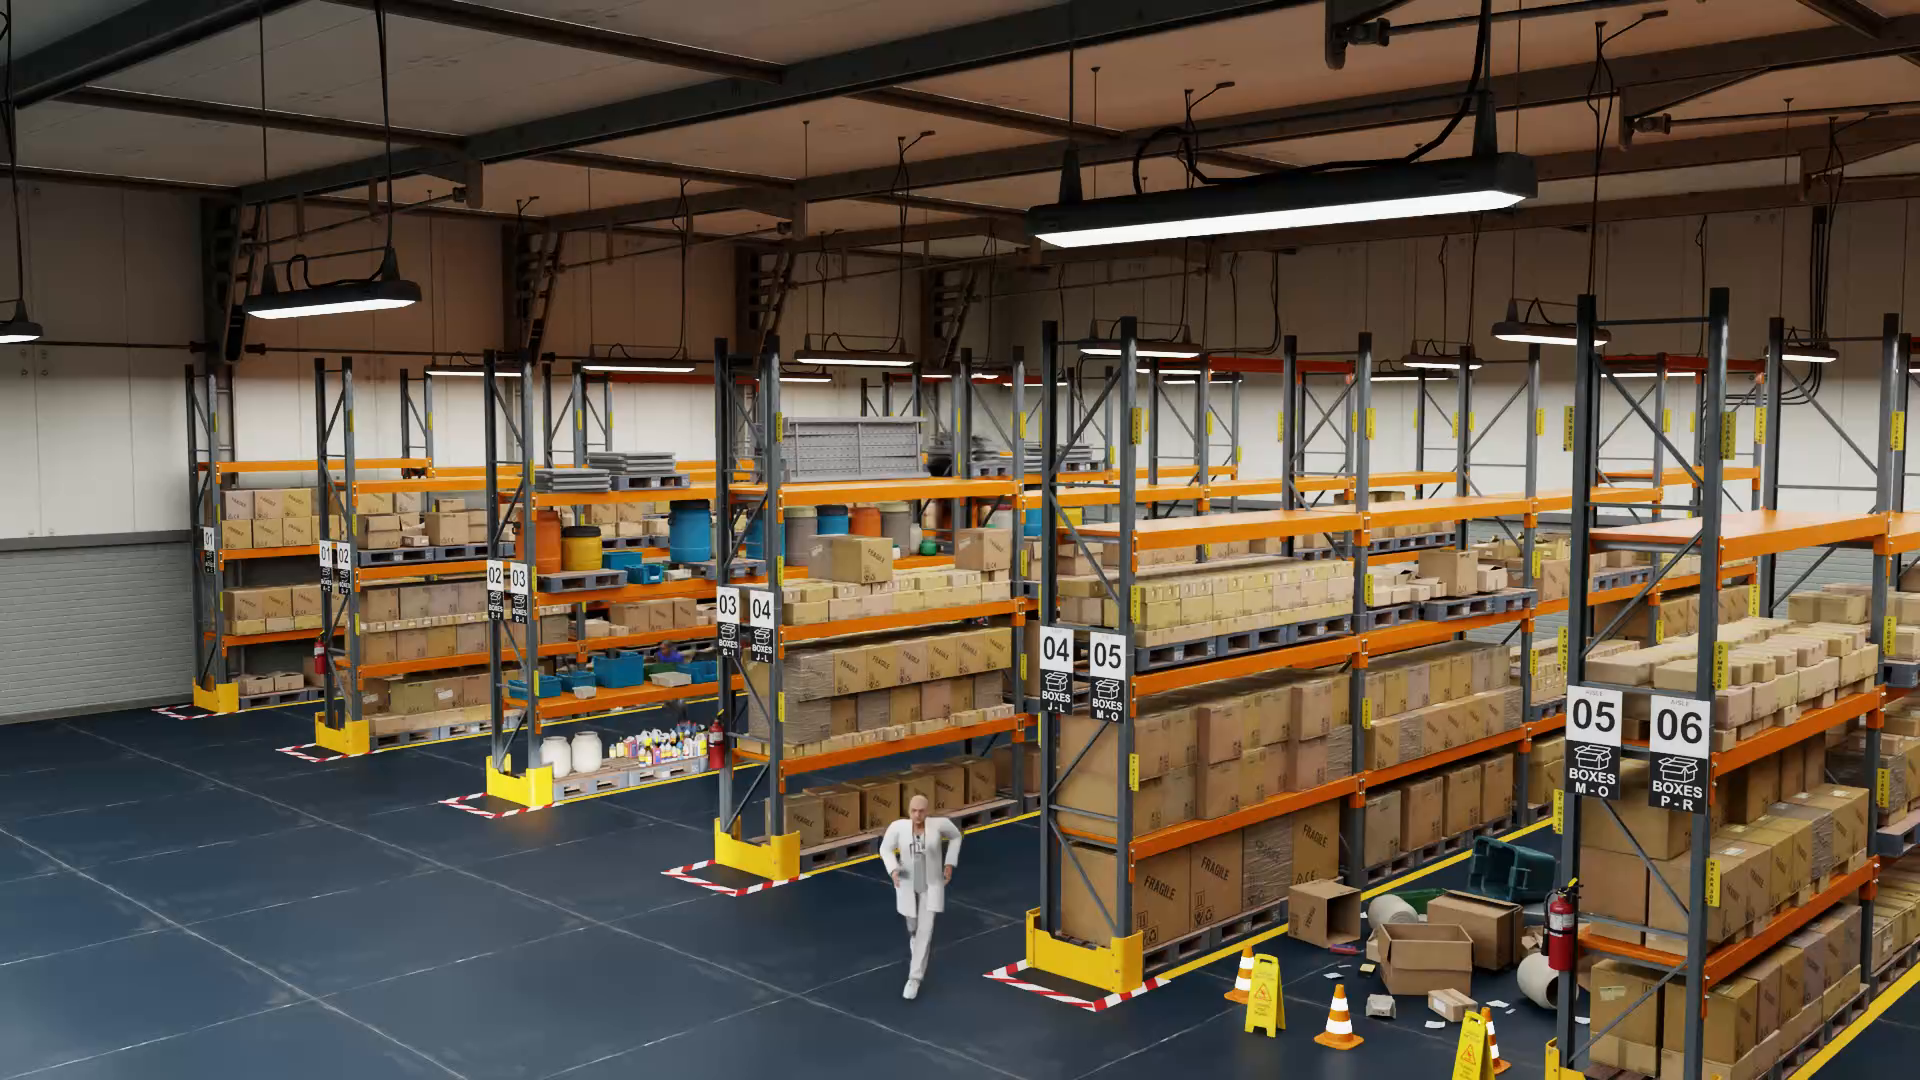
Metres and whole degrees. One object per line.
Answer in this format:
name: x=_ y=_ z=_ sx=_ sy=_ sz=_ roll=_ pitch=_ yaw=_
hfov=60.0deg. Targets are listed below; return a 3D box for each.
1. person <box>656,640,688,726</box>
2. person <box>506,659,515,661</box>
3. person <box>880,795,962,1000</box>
person: x=-4.732 y=2.341 z=27.200 sx=0.602 sy=1.487 sz=0.850 roll=1 pitch=5 yaw=18
person: x=-8.175 y=2.032 z=29.610 sx=0.646 sy=1.724 sz=0.671 roll=3 pitch=6 yaw=38
person: x=-0.351 y=3.133 z=15.068 sx=0.743 sy=1.739 sz=1.147 roll=0 pitch=4 yaw=1
